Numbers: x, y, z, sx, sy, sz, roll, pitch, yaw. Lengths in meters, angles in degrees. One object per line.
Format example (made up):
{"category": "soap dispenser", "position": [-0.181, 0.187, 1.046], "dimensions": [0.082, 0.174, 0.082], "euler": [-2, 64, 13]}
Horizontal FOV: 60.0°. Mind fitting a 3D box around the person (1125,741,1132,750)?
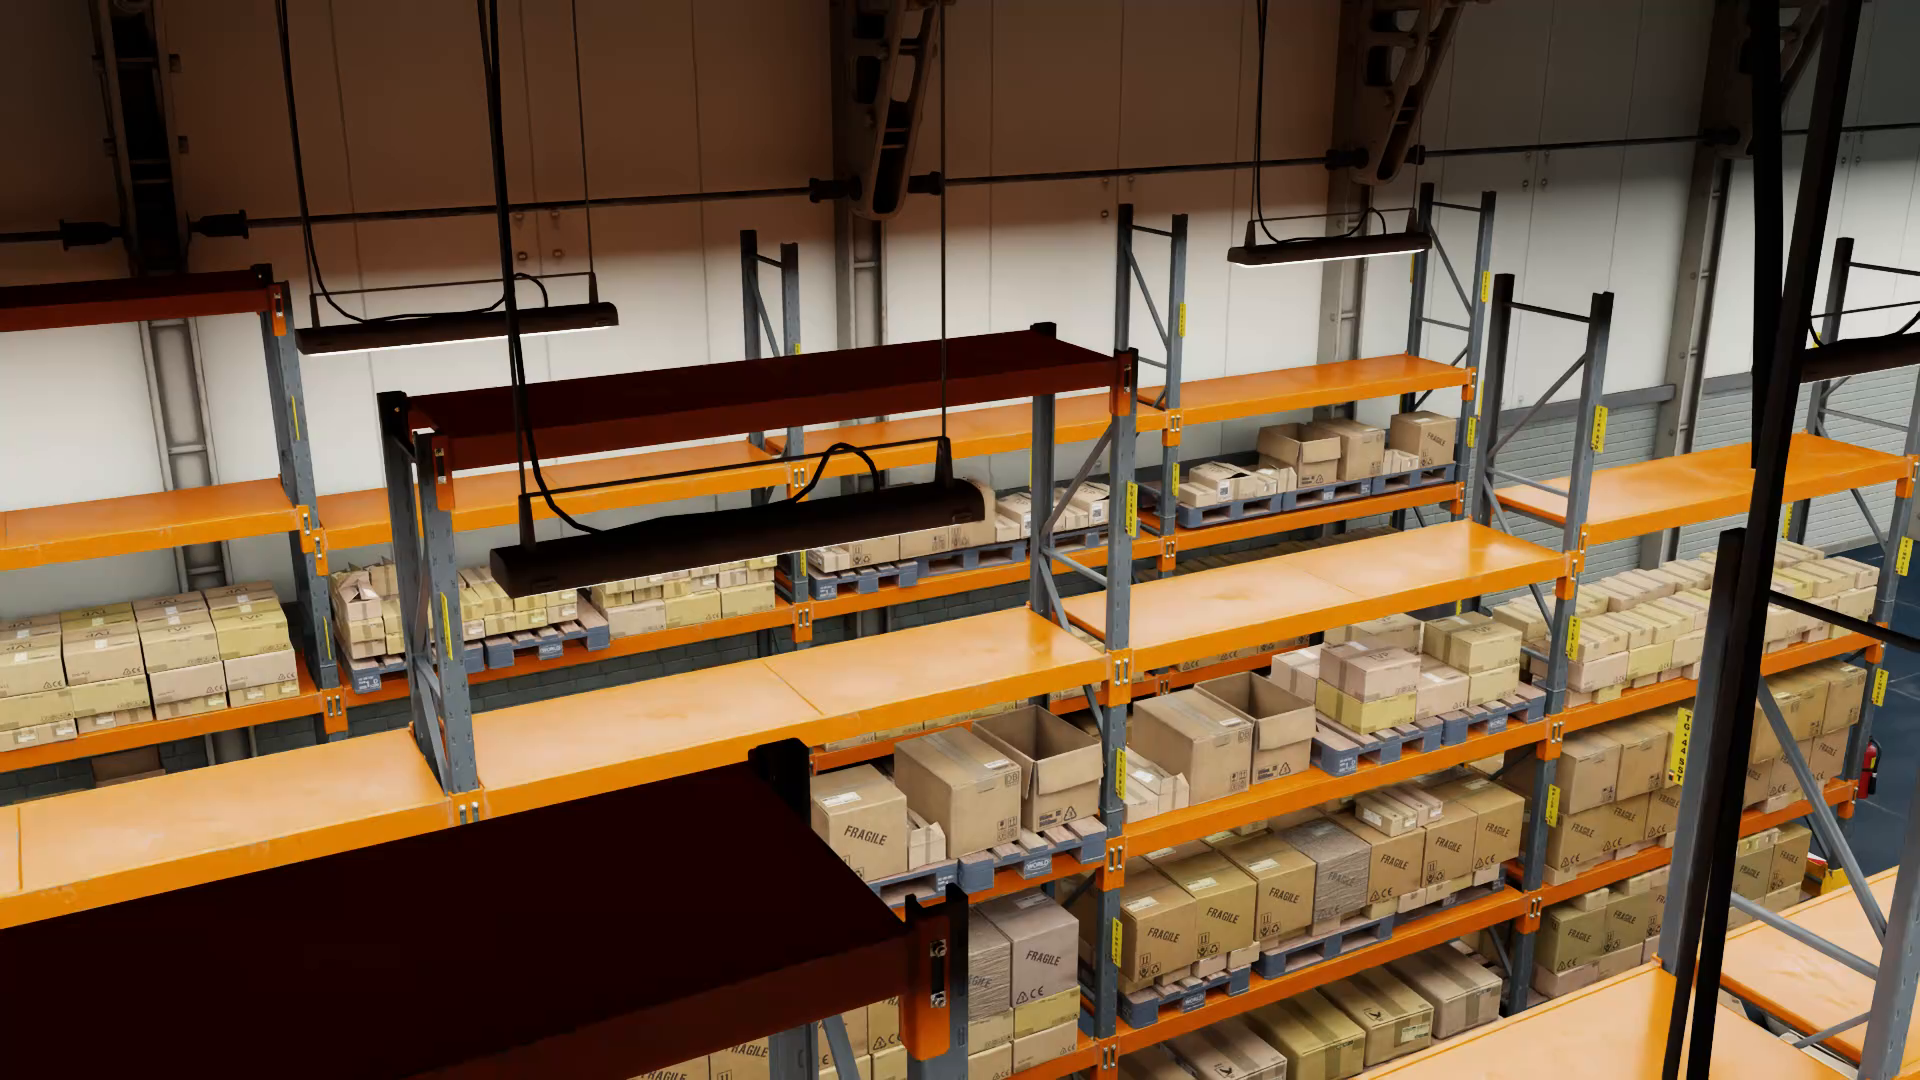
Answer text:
{"category": "person", "position": [1.429, 2.506, 14.891], "dimensions": [0.451, 1.479, 0.499], "euler": [-10, 21, -28]}
